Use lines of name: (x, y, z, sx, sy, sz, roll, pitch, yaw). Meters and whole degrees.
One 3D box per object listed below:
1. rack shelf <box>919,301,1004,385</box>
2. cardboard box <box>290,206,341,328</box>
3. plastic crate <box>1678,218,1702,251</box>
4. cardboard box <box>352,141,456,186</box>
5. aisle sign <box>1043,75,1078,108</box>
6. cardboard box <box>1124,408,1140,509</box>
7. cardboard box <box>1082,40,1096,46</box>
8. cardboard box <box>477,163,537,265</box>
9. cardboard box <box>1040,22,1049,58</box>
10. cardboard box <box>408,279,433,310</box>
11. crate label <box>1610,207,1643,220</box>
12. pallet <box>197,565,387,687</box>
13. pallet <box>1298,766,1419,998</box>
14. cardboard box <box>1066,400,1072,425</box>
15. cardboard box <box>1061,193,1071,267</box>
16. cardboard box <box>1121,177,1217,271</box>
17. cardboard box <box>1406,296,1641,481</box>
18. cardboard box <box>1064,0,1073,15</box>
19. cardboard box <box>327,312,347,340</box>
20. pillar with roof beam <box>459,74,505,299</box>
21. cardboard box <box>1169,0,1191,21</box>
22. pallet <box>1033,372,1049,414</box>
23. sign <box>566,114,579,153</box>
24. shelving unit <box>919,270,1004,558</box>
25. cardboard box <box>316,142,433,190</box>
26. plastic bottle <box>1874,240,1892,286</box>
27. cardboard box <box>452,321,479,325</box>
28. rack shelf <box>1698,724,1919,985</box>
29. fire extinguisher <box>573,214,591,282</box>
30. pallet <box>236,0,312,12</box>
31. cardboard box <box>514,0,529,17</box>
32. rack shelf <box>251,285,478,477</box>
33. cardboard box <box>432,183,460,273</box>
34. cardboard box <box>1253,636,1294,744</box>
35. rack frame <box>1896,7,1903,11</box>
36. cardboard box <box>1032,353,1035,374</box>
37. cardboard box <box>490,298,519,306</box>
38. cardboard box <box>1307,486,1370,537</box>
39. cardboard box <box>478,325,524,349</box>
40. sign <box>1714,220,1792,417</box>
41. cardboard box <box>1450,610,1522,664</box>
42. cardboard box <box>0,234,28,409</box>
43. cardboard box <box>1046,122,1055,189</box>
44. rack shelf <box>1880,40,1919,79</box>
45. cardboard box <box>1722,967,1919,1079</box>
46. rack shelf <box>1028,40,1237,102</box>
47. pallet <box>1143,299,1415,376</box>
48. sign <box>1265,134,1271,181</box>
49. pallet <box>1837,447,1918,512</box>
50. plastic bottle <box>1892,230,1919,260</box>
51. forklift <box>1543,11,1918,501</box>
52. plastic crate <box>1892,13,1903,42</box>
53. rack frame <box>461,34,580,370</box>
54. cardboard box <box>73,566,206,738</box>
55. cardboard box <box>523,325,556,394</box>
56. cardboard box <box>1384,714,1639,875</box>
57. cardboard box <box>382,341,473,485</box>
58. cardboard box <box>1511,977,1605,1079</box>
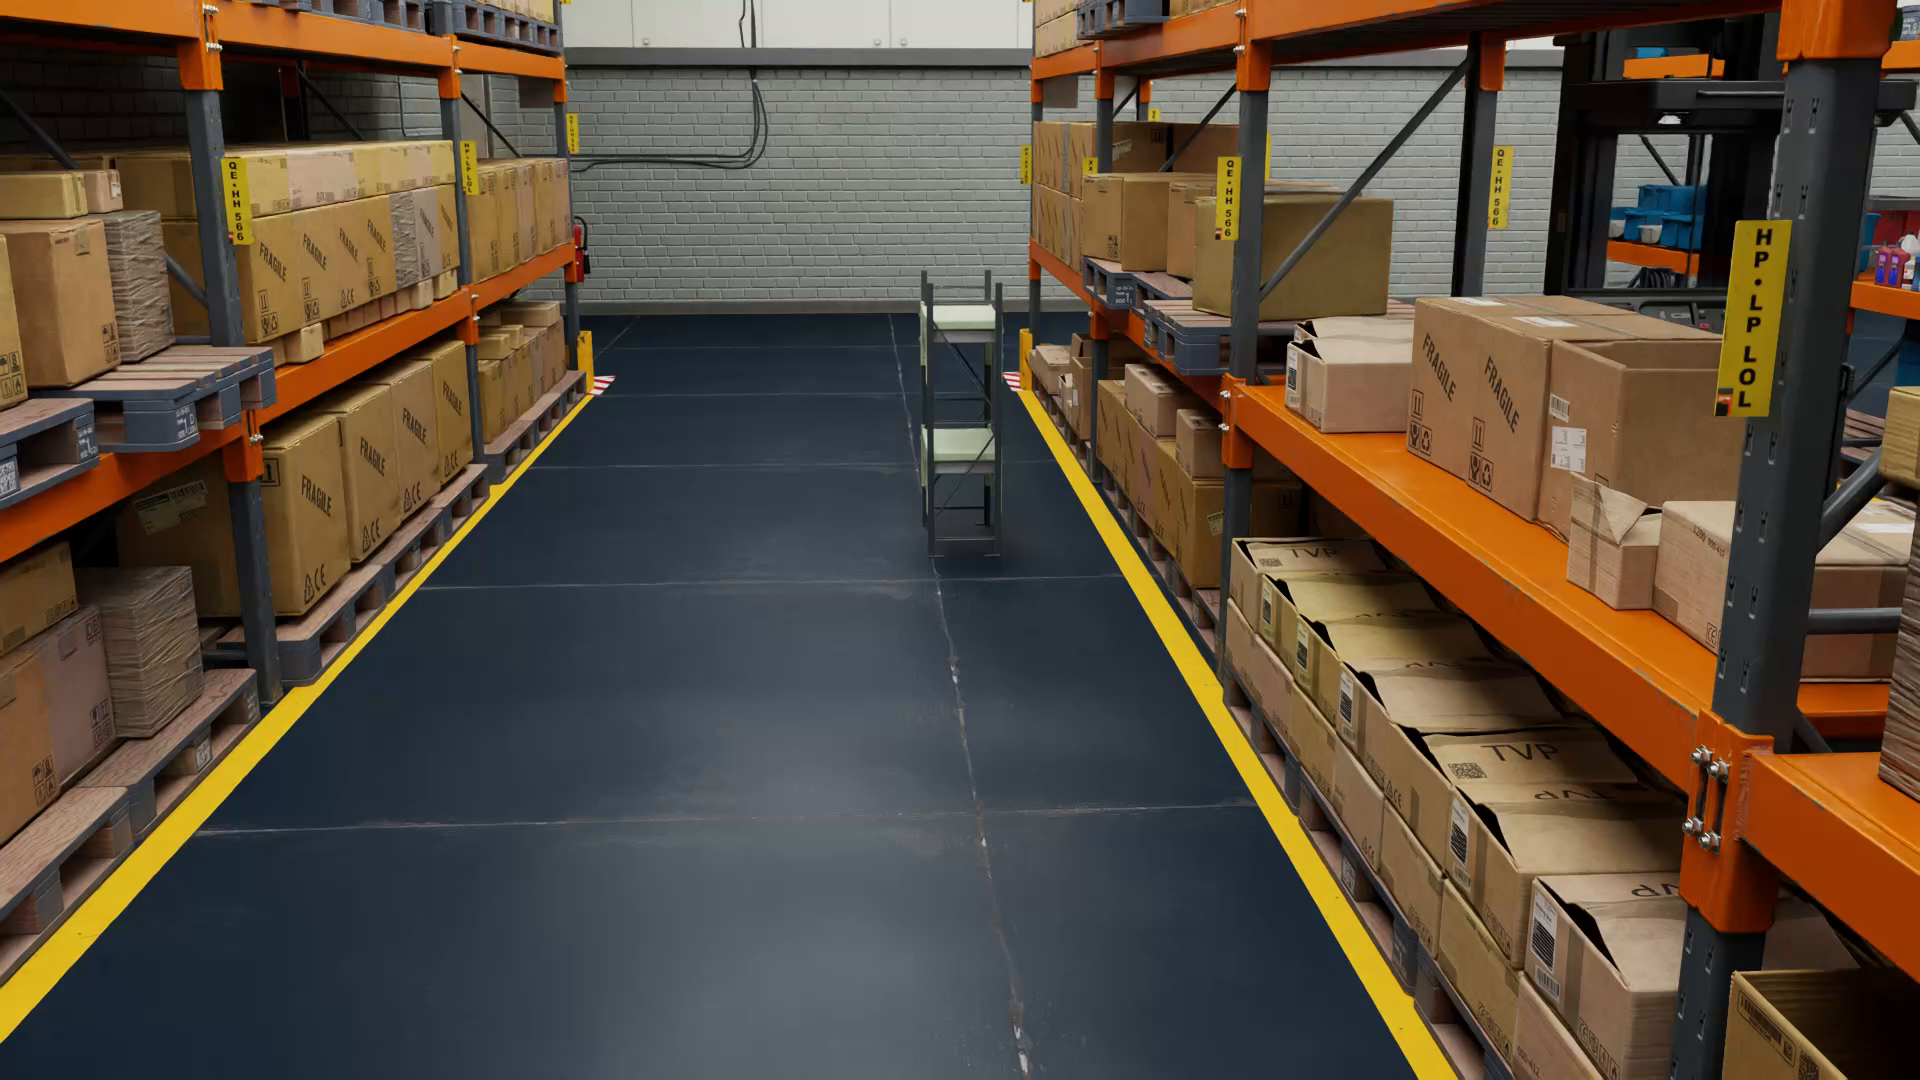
rack shelf: (0.000, -1.103, 9.236, 0.431, 0.370, 0.720, -1, 14, -3)
cardboard box: (-3.128, -1.229, 7.446, 0.500, 0.500, 0.500, 0, 14, -2)
plastic crate: (5.849, -2.394, 13.026, 0.416, 0.233, 0.300, -1, 14, -3)
cardboard box: (-3.294, -2.220, 9.791, 0.500, 0.250, 0.500, -1, 14, -2)
aisle sign: (0.821, -4.110, 14.264, 0.394, 0.787, 0.004, -1, 14, -3)
cardboard box: (1.220, -0.466, 9.449, 0.500, 0.500, 0.500, -1, 14, -3)
cardboard box: (1.070, -3.341, 10.772, 0.500, 0.250, 0.500, -1, 14, -3)
cardboard box: (-3.690, -2.409, 12.269, 0.980, 0.700, 0.700, -2, 15, -6)
cardboard box: (0.914, -3.963, 13.189, 0.500, 0.250, 0.500, -1, 14, -3)
cardboard box: (-3.189, -1.383, 9.344, 0.380, 0.149, 0.250, -1, 14, -3)
crate label: (5.749, -2.796, 14.588, 0.416, 0.233, 0.303, -1, 14, -3)
pallet: (-3.304, 0.381, 7.620, 1.003, 0.211, 1.213, -1, 14, -3)
pallet: (1.698, 1.009, 5.180, 1.003, 0.211, 1.213, -1, 14, -3)
cardboard box: (0.965, -0.906, 11.866, 0.380, 0.149, 0.250, -1, 14, -3)
cardboard box: (1.012, -2.269, 12.123, 0.500, 0.500, 0.500, -1, 14, -2)
cardboard box: (1.278, -1.804, 9.476, 0.700, 0.500, 0.500, 1, 14, 5)
cardboard box: (1.734, -0.481, 5.174, 0.500, 0.500, 0.500, -2, 15, -6)
cardboard box: (1.009, -3.832, 11.677, 0.500, 0.250, 0.500, -1, 14, -3)
cardboard box: (-3.227, -1.065, 8.109, 0.380, 0.149, 0.250, -1, 14, -3)
pillar with roof beam: (-0.560, -6.391, 16.308, 9.100, 9.000, 0.400, -1, 14, -3)
cardboard box: (1.489, -2.714, 7.836, 0.910, 0.500, 0.500, -1, 14, -3)
pallet: (1.173, -1.271, 14.043, 1.003, 0.211, 1.213, -1, 14, -3)
sign: (-3.283, -3.442, 14.084, 0.100, 0.325, 0.005, -1, 14, -3)
shelving unit: (0.000, -0.725, 9.333, 0.431, 1.500, 0.755, -1, 14, -3)
cardboard box: (-3.272, -2.092, 9.296, 0.500, 0.250, 0.500, -1, 14, -2)
plastic bottle: (5.907, -1.765, 10.601, 0.061, 0.283, 0.133, -1, 14, -3)
cardboard box: (-3.794, -1.546, 12.385, 0.380, 0.149, 0.250, -1, 14, -4)
rack shelf: (1.986, 0.991, 1.097, 1.077, 0.370, 4.000, -1, 14, -3)
fire extinguisher: (-3.374, -2.588, 14.469, 0.296, 0.674, 0.183, -1, 14, -3)
pallet: (-3.423, -2.292, 6.775, 1.213, 0.211, 1.003, 0, 14, -1)
cardboard box: (-3.445, -3.956, 12.121, 0.500, 0.250, 0.500, -1, 14, -5)
rack shelf: (-3.454, -0.921, 8.529, 1.077, 0.370, 4.000, -1, 14, -3)
cardboard box: (-3.298, -1.858, 9.889, 0.500, 0.500, 0.500, -1, 14, -4)
cardboard box: (1.385, 0.539, 6.088, 0.500, 0.250, 0.500, -1, 14, -5)
rack frame: (6.310, -4.825, 10.219, 1.000, 3.000, 0.127, -1, 14, -3)
cardboard box: (0.817, -1.508, 14.171, 0.380, 0.166, 0.250, -1, 14, -3)
cardboard box: (-3.890, -1.924, 13.855, 0.380, 0.149, 0.250, -1, 14, -3)
cardboard box: (1.871, 0.031, 7.521, 0.500, 0.500, 0.500, 0, 14, -1)
cardboard box: (-3.393, -1.479, 12.126, 0.380, 0.149, 0.250, -1, 14, -5)
sign: (1.321, -0.366, 2.764, 0.100, 0.325, 0.005, -1, 14, -3)
cardboard box: (1.959, 0.389, 5.546, 0.500, 0.311, 0.500, -1, 14, -4)
cardboard box: (-3.192, -0.607, 4.782, 0.700, 0.500, 0.500, -1, 14, -3)
cardboard box: (0.949, -3.003, 12.969, 0.500, 0.500, 0.500, -1, 14, -3)
rack shelf: (6.434, -2.526, 8.750, 1.077, 0.370, 4.000, -1, 14, -3)
cardboard box: (1.578, 1.031, 2.670, 0.500, 0.500, 0.500, -1, 14, -3)
rack shelf: (1.242, -3.446, 12.322, 1.077, 0.370, 4.000, -1, 14, -3)
pallet: (1.502, -0.924, 7.482, 1.213, 0.211, 1.003, -1, 14, -3)
sign: (1.920, -2.414, 10.566, 0.100, 0.325, 0.005, -1, 14, -3)
pallet: (6.316, -0.377, 10.566, 1.003, 0.211, 1.213, -1, 14, -3)
plastic bottle: (6.011, -1.793, 10.574, 0.144, 0.351, 0.185, -1, 14, -3)
forklift: (3.167, -0.892, 7.113, 1.130, 2.935, 3.031, -1, 14, -3)
plastic crate: (5.982, -3.370, 11.011, 0.450, 0.188, 0.662, -1, 14, -3)
rack frame: (-3.826, -2.761, 14.239, 1.000, 3.000, 0.127, -1, 14, -3)
cardboard box: (-3.233, 0.404, 6.070, 0.700, 0.500, 0.500, -1, 14, -3)
cardboard box: (-3.651, -1.457, 13.344, 0.700, 0.500, 0.500, -1, 14, -4)
cardboard box: (1.483, 0.653, 4.520, 0.500, 0.311, 0.500, -1, 14, -4)
cardboard box: (-3.408, -0.769, 9.968, 0.750, 0.750, 0.750, -1, 14, -3)
cardboard box: (1.547, 1.175, 3.614, 0.500, 0.250, 0.500, -1, 14, -4)
